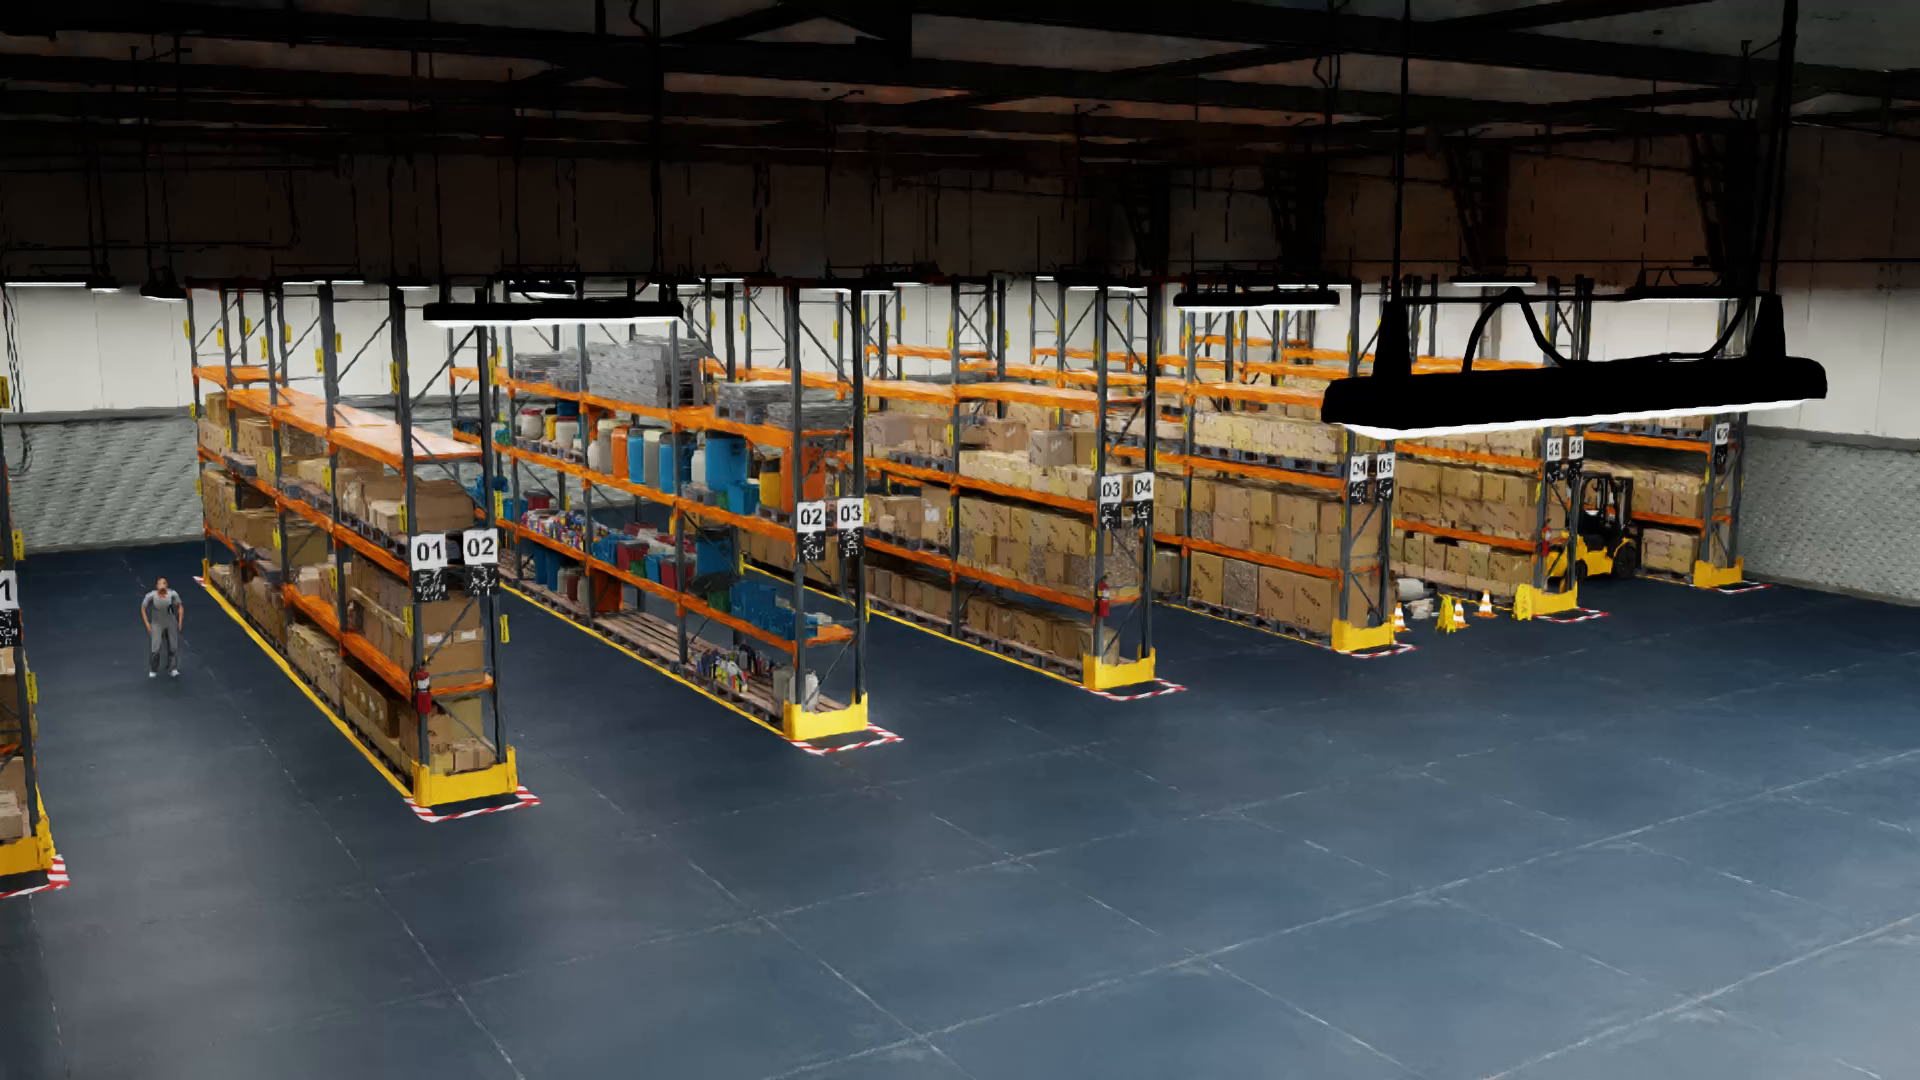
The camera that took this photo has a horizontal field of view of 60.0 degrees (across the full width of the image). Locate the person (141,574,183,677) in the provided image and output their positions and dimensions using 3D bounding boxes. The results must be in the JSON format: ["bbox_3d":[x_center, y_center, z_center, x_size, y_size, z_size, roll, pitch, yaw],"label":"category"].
[{"bbox_3d":[-12.181,1.307,25.417,0.580,1.619,0.507,-7,12,-34],"label":"person"}]
